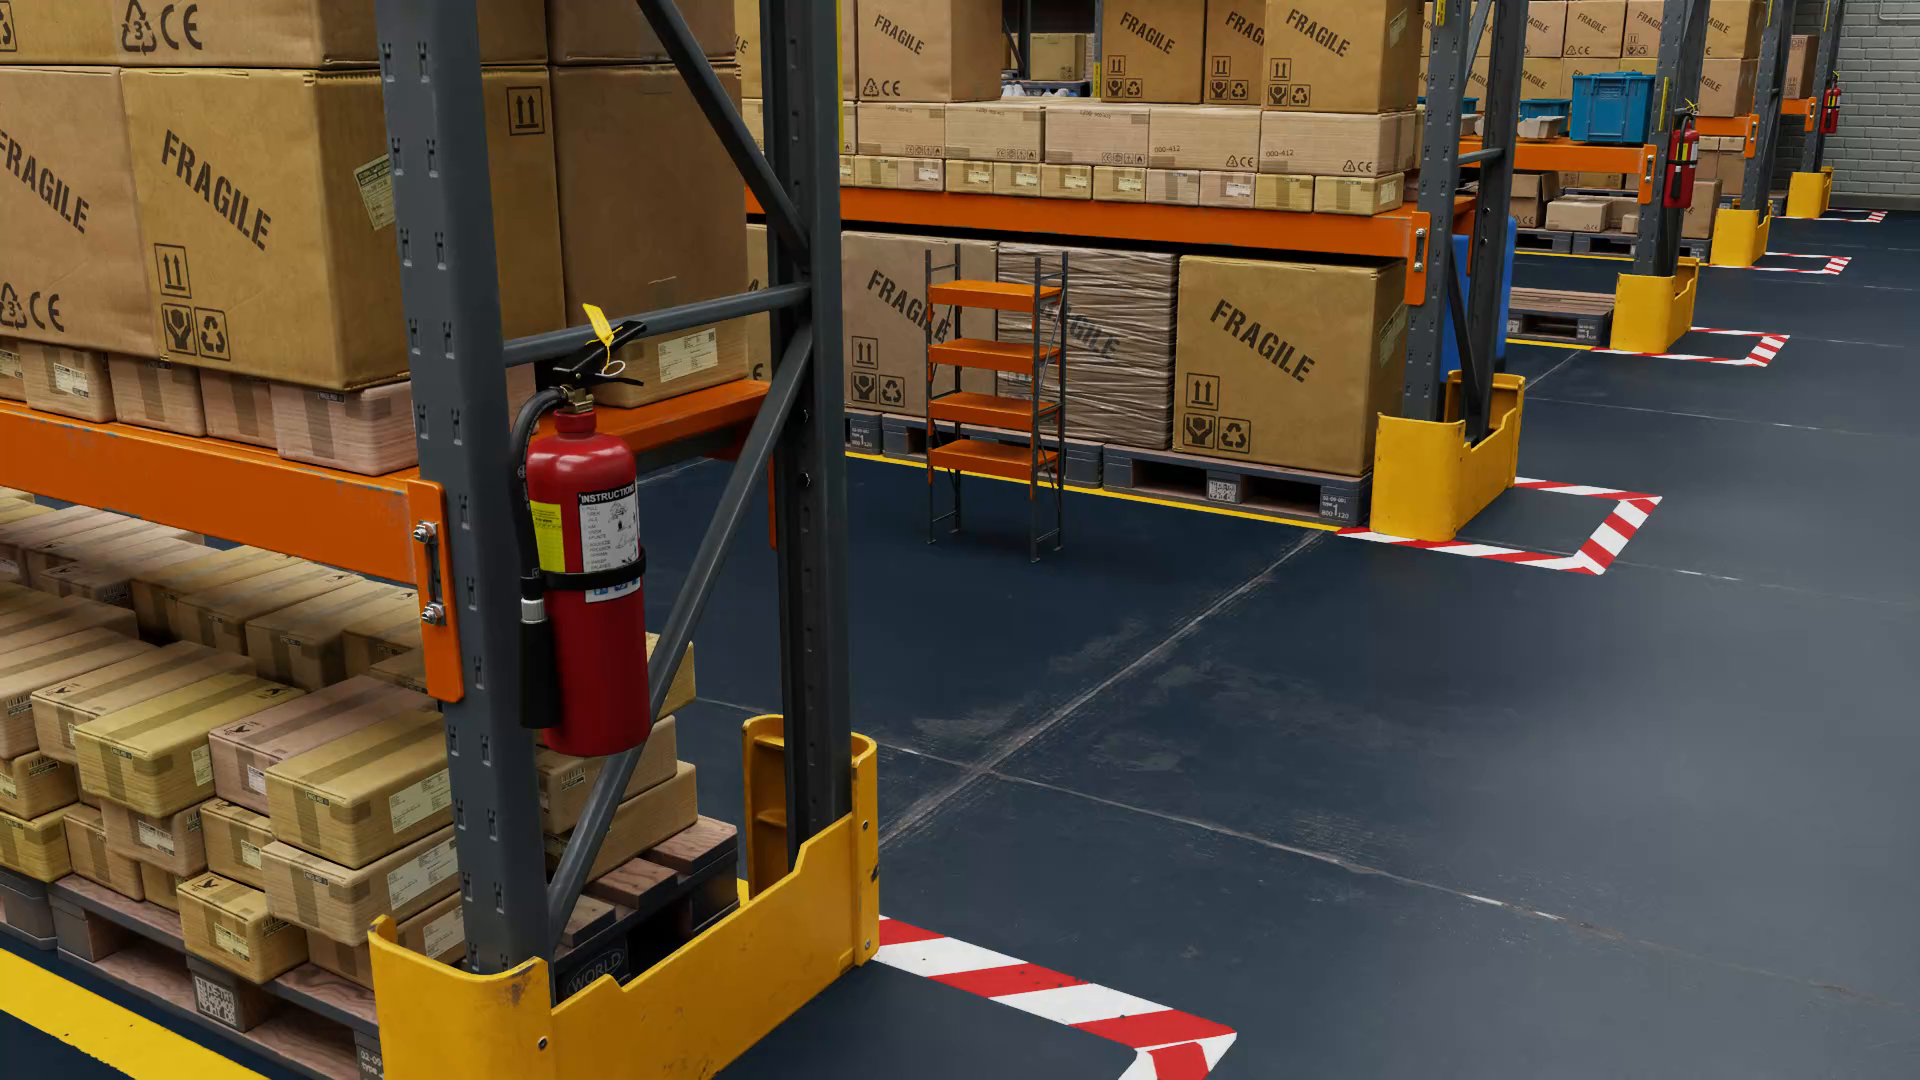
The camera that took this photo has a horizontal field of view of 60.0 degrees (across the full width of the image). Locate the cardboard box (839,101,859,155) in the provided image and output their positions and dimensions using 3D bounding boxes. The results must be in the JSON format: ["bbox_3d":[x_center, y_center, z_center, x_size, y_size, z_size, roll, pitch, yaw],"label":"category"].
[{"bbox_3d":[-0.589,-2.058,8.241,0.500,0.250,0.500,10,20,30],"label":"cardboard box"}]

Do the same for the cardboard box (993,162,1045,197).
[{"bbox_3d":[0.357,-1.677,7.673,0.250,0.149,0.380,11,20,31],"label":"cardboard box"}]

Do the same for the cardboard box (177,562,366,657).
[{"bbox_3d":[-1.747,0.192,4.248,0.250,0.149,0.380,11,20,32],"label":"cardboard box"}]

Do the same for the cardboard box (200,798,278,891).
[{"bbox_3d":[-1.341,0.579,3.484,0.250,0.149,0.380,10,19,29],"label":"cardboard box"}]

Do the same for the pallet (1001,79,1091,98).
[{"bbox_3d":[1.120,-5.084,18.788,1.003,0.211,1.213,10,20,30],"label":"pallet"}]

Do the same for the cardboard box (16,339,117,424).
[{"bbox_3d":[-1.616,-0.353,3.314,0.250,0.149,0.380,11,20,32],"label":"cardboard box"}]

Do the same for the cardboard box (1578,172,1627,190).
[{"bbox_3d":[7.949,-4.591,20.411,0.500,0.500,0.700,11,20,31],"label":"cardboard box"}]

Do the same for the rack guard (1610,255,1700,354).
[{"bbox_3d":[4.754,-1.622,11.361,0.348,0.500,1.175,10,20,30],"label":"rack guard"}]

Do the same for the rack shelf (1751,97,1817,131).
[{"bbox_3d":[8.208,-5.232,20.183,4.000,0.370,1.077,10,20,30],"label":"rack shelf"}]

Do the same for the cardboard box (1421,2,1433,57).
[{"bbox_3d":[4.608,-4.960,16.156,0.500,0.500,0.500,9,19,28],"label":"cardboard box"}]

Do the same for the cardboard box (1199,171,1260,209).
[{"bbox_3d":[1.222,-1.522,7.164,0.250,0.149,0.380,10,20,30],"label":"cardboard box"}]

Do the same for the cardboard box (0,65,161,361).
[{"bbox_3d":[-1.501,-0.653,3.187,0.500,0.500,0.500,10,19,29],"label":"cardboard box"}]

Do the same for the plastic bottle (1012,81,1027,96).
[{"bbox_3d":[0.440,-3.498,13.321,0.185,0.351,0.144,10,20,30],"label":"plastic bottle"}]

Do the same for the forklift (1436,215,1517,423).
[{"bbox_3d":[1.498,-2.249,9.241,3.031,2.935,1.130,10,20,31],"label":"forklift"}]

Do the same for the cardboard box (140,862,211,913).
[{"bbox_3d":[-1.557,0.680,3.663,0.250,0.149,0.380,10,20,30],"label":"cardboard box"}]

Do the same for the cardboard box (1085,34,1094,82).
[{"bbox_3d":[1.781,-5.256,18.130,0.500,0.500,0.700,15,22,40],"label":"cardboard box"}]

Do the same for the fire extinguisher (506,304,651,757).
[{"bbox_3d":[-0.574,-0.011,2.531,0.183,0.674,0.296,10,20,30],"label":"fire extinguisher"}]

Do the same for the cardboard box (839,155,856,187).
[{"bbox_3d":[-0.522,-1.833,8.188,0.250,0.149,0.380,10,19,29],"label":"cardboard box"}]

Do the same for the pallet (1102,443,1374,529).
[{"bbox_3d":[1.413,-0.360,7.703,1.213,0.211,1.003,10,20,30],"label":"pallet"}]

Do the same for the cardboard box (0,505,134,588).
[{"bbox_3d":[-2.602,0.023,4.803,0.250,0.149,0.380,9,19,27],"label":"cardboard box"}]

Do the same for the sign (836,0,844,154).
[{"bbox_3d":[-0.263,-0.928,3.284,0.005,0.325,0.100,10,20,30],"label":"sign"}]

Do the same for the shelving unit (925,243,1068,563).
[{"bbox_3d":[0.141,-0.549,6.624,0.503,1.200,0.258,10,20,30],"label":"shelving unit"}]

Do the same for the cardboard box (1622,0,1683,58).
[{"bbox_3d":[6.368,-4.647,15.127,0.500,0.500,0.500,11,20,32],"label":"cardboard box"}]

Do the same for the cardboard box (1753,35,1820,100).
[{"bbox_3d":[9.472,-5.491,19.281,0.700,0.700,0.980,11,20,33],"label":"cardboard box"}]

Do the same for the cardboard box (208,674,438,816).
[{"bbox_3d":[-1.315,0.429,3.466,0.250,0.149,0.380,11,20,31],"label":"cardboard box"}]

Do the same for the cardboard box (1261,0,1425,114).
[{"bbox_3d":[1.582,-2.030,6.860,0.500,0.500,0.500,10,20,31],"label":"cardboard box"}]

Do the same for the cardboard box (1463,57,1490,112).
[{"bbox_3d":[5.069,-4.402,16.041,0.500,0.500,0.500,10,20,30],"label":"cardboard box"}]

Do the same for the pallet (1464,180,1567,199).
[{"bbox_3d":[7.110,-4.411,21.041,1.213,0.211,1.003,10,20,30],"label":"pallet"}]

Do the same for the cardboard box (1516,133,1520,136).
[{"bbox_3d":[7.067,-5.128,21.065,0.250,0.149,0.380,10,20,30],"label":"cardboard box"}]

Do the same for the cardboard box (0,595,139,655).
[{"bbox_3d":[-2.214,0.272,3.985,0.250,0.149,0.380,9,19,28],"label":"cardboard box"}]

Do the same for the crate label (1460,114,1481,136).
[{"bbox_3d":[3.448,-2.884,11.566,0.243,0.136,0.396,10,20,30],"label":"crate label"}]

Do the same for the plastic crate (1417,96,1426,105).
[{"bbox_3d":[3.311,-3.132,12.217,0.300,0.233,0.416,10,20,30],"label":"plastic crate"}]

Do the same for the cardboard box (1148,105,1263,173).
[{"bbox_3d":[1.151,-1.748,7.221,0.500,0.250,0.500,10,19,29],"label":"cardboard box"}]

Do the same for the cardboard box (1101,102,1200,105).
[{"bbox_3d":[0.995,-1.957,7.910,0.500,0.250,0.500,9,19,28],"label":"cardboard box"}]

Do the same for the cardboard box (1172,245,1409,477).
[{"bbox_3d":[1.548,-0.854,7.464,0.875,0.875,0.875,10,20,30],"label":"cardboard box"}]

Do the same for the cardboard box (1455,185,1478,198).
[{"bbox_3d":[5.187,-3.447,16.937,0.500,0.311,0.500,10,20,30],"label":"cardboard box"}]

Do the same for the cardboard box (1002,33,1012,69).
[{"bbox_3d":[0.575,-7.183,24.439,0.500,0.500,0.700,13,21,36],"label":"cardboard box"}]

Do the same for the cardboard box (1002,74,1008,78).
[{"bbox_3d":[0.218,-5.285,19.273,0.500,0.311,0.500,12,20,33],"label":"cardboard box"}]

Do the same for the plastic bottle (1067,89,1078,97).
[{"bbox_3d":[0.925,-3.575,13.711,0.097,0.271,0.097,0,17,0],"label":"plastic bottle"}]

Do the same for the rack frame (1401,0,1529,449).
[{"bbox_3d":[2.135,-1.592,6.961,0.127,3.000,1.000,10,20,30],"label":"rack frame"}]

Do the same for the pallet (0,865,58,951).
[{"bbox_3d":[-2.321,0.626,4.458,1.213,0.211,1.003,10,20,30],"label":"pallet"}]

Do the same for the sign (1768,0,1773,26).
[{"bbox_3d":[7.015,-4.616,14.380,0.005,0.325,0.100,10,20,30],"label":"sign"}]

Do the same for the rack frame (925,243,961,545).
[{"bbox_3d":[-0.067,-0.586,6.746,0.015,1.200,0.240,10,20,30],"label":"rack frame"}]

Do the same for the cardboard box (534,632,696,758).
[{"bbox_3d":[-0.816,0.336,3.774,0.250,0.149,0.380,9,19,28],"label":"cardboard box"}]

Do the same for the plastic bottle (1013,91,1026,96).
[{"bbox_3d":[0.502,-3.403,13.137,0.135,0.276,0.152,10,20,30],"label":"plastic bottle"}]

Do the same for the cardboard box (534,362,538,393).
[{"bbox_3d":[-0.890,-0.418,3.527,0.250,0.149,0.380,11,20,32],"label":"cardboard box"}]

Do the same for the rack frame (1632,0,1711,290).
[{"bbox_3d":[4.727,-2.819,10.999,0.127,3.000,1.000,10,20,30],"label":"rack frame"}]

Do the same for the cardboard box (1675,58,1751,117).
[{"bbox_3d":[6.798,-4.093,15.024,0.500,0.500,0.500,11,20,32],"label":"cardboard box"}]

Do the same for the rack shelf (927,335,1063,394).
[{"bbox_3d":[0.141,-0.699,6.578,0.480,0.148,0.258,10,20,30],"label":"rack shelf"}]
